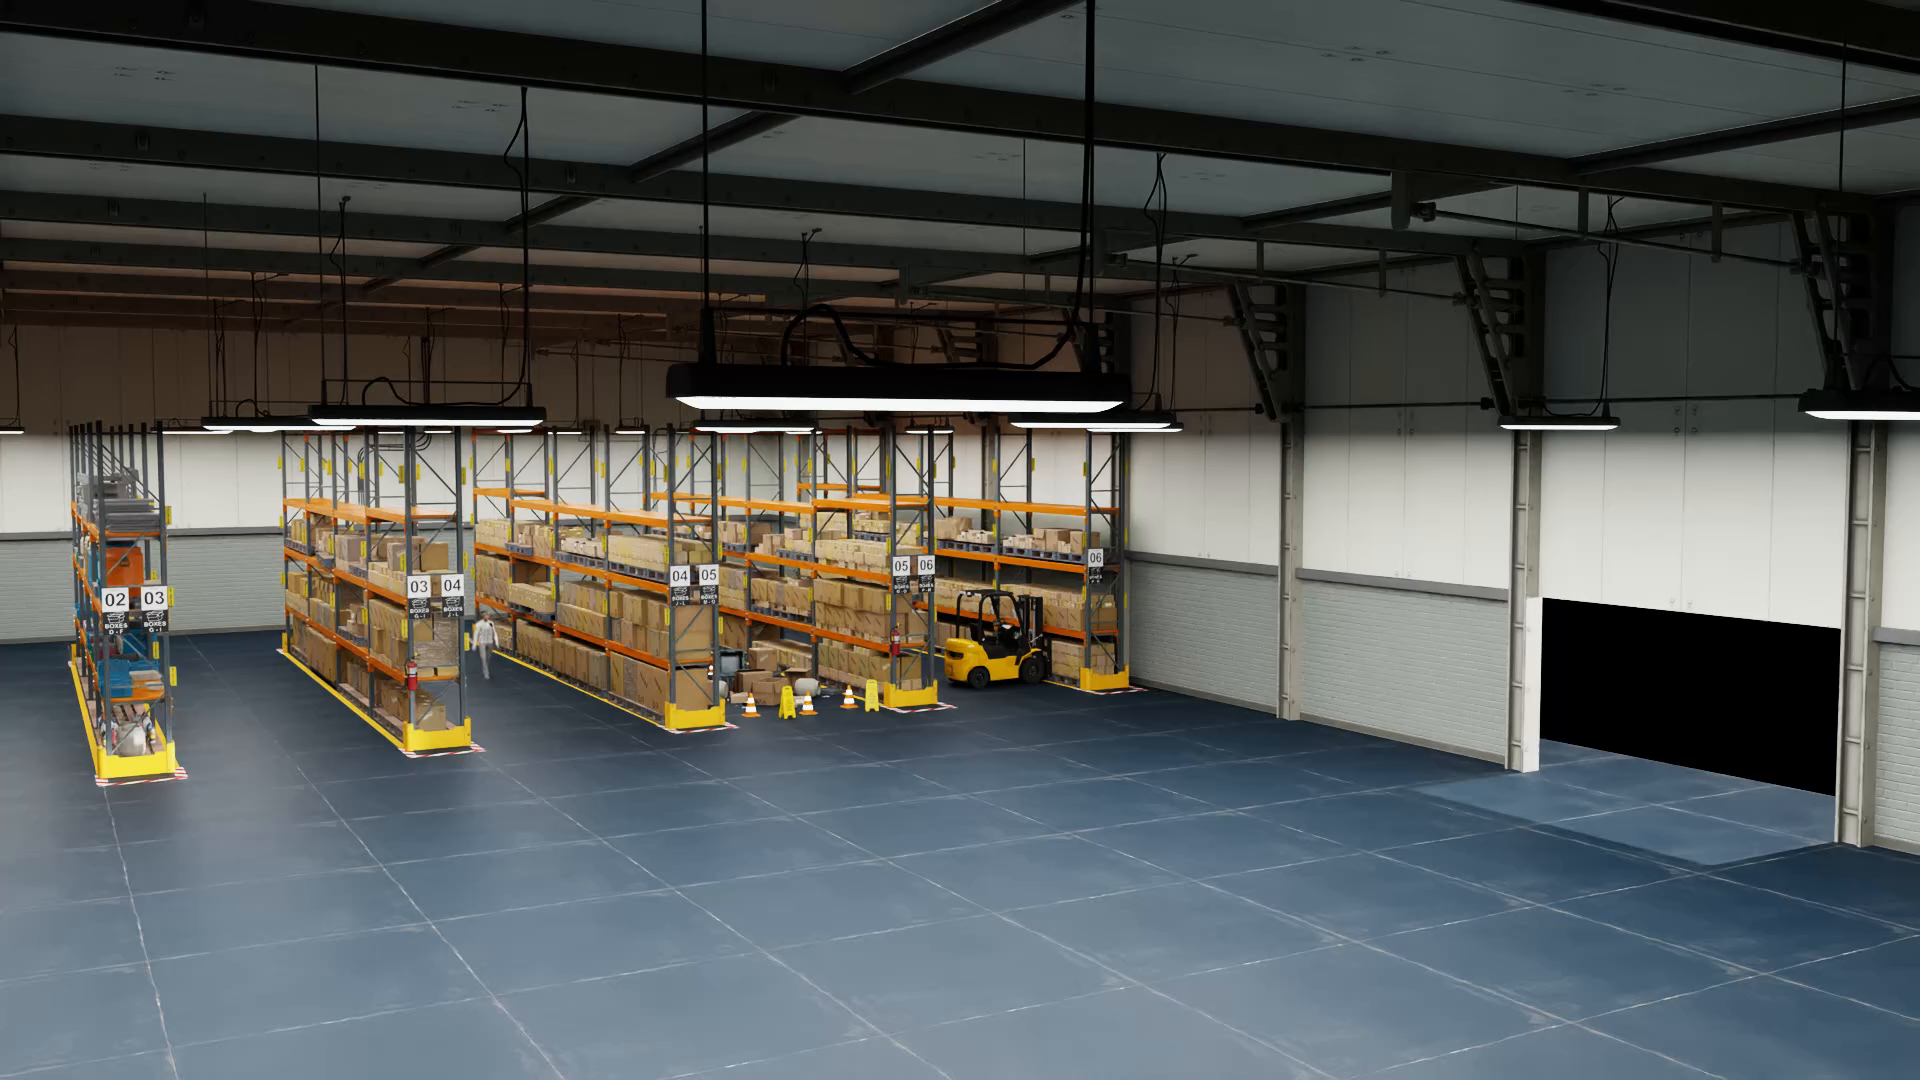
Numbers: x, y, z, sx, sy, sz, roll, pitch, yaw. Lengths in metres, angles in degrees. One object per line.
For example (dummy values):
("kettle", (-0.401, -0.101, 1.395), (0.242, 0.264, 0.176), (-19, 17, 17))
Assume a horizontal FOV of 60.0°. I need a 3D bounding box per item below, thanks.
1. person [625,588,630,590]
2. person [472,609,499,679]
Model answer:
("person", (-8.971, 2.133, 44.522), (0.522, 1.670, 0.454), (-2, 4, -35))
("person", (-11.246, 2.443, 39.442), (0.571, 1.612, 1.046), (-2, 4, -35))
